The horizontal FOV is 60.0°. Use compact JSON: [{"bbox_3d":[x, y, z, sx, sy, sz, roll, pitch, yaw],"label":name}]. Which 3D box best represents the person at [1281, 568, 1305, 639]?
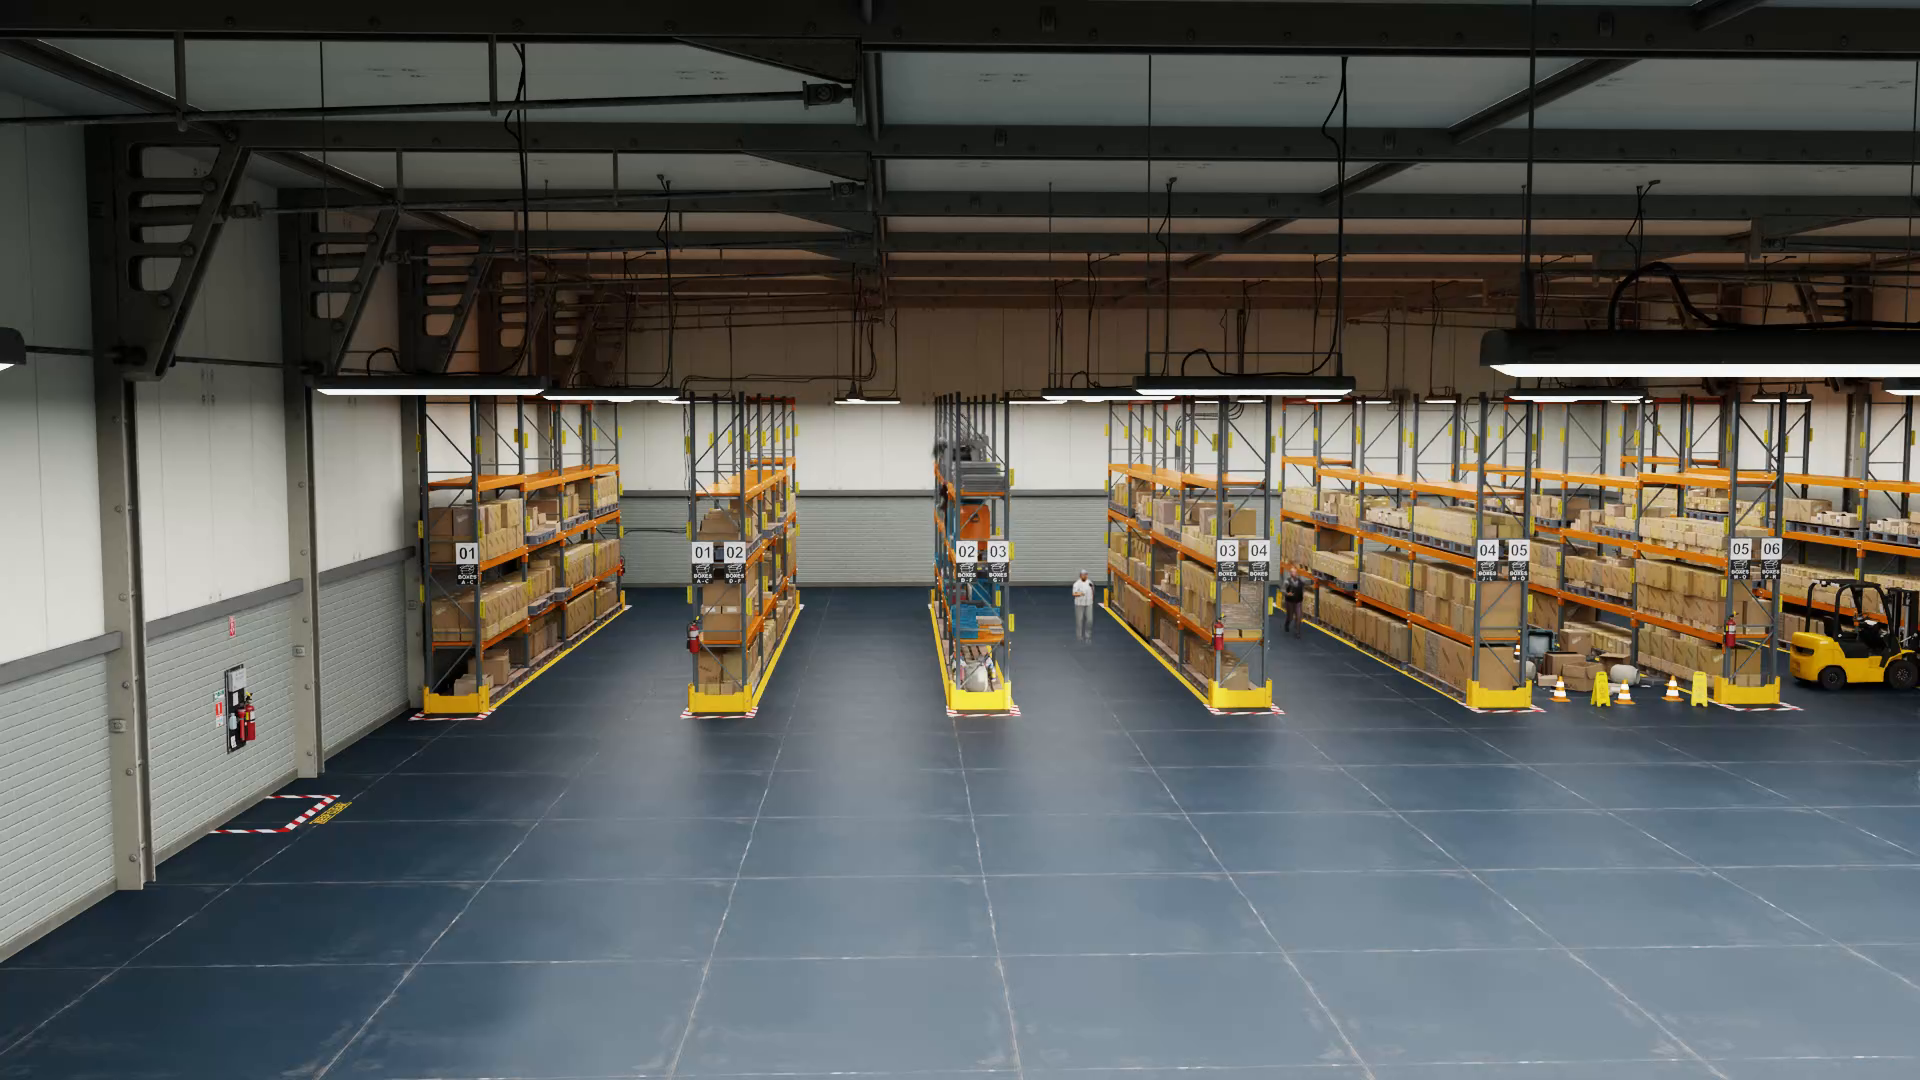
[{"bbox_3d":[8.275,1.558,41.248,0.661,1.717,0.936,0,5,-6],"label":"person"}]

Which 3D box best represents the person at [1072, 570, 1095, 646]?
[{"bbox_3d":[2.879,1.567,38.398,0.586,1.766,0.650,-1,5,-11],"label":"person"}]

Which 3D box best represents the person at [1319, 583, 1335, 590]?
[{"bbox_3d":[10.681,0.977,48.887,0.673,1.691,0.865,-4,6,-38],"label":"person"}]
